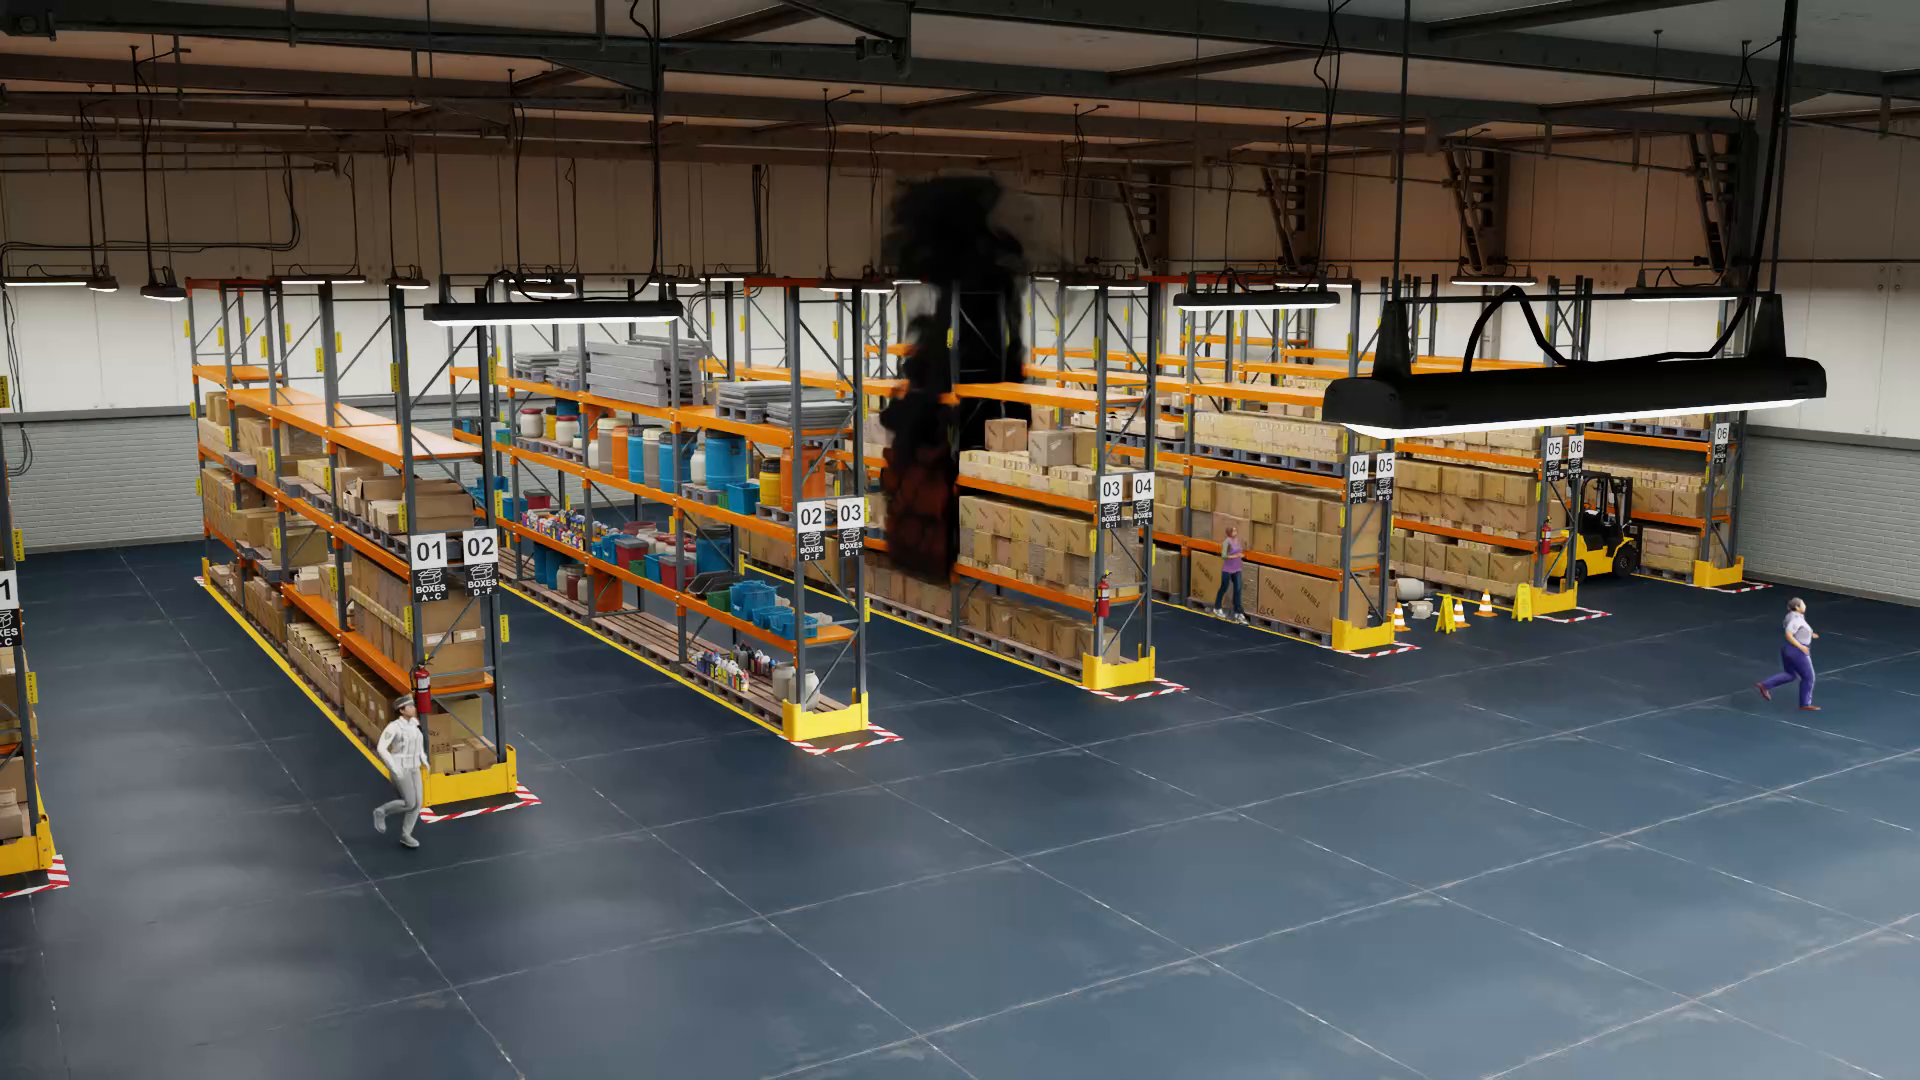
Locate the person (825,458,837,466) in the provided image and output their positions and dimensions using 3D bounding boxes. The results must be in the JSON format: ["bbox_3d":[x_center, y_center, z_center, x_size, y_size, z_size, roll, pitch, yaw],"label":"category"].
[{"bbox_3d":[-3.111,-1.295,40.638,0.717,1.755,0.660,3,10,17],"label":"person"}]

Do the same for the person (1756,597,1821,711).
[{"bbox_3d":[11.813,1.607,23.591,0.842,1.616,0.621,2,10,12],"label":"person"}]

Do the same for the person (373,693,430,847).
[{"bbox_3d":[-6.093,2.493,18.299,0.600,1.624,0.659,4,10,21],"label":"person"}]

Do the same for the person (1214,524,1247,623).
[{"bbox_3d":[4.580,0.554,28.072,0.523,1.652,0.669,-7,12,-37],"label":"person"}]
